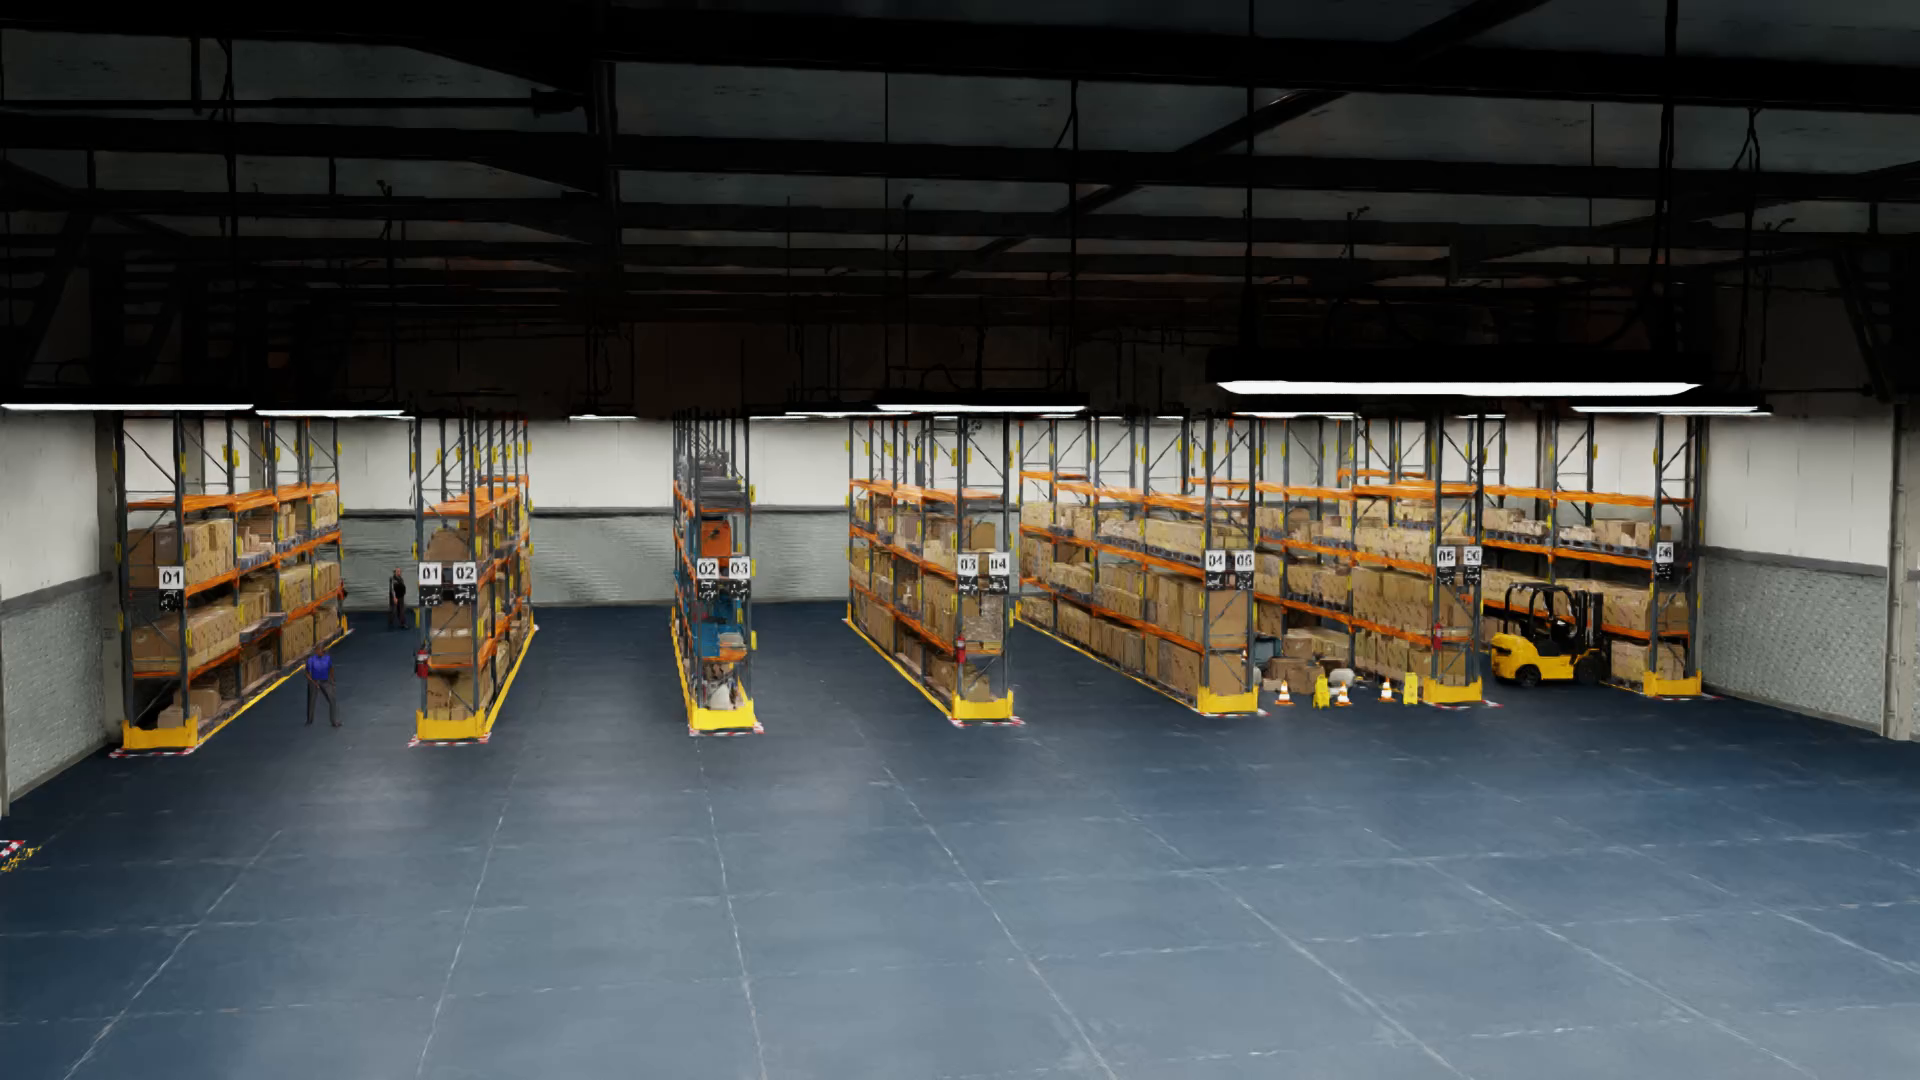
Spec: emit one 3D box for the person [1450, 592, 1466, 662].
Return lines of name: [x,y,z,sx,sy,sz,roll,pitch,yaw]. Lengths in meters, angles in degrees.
person: [11.793,2.066,39.635,0.549,1.657,0.598,1,4,17]

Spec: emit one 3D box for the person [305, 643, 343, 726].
person: [-11.989,2.703,31.213,0.619,1.586,0.798,-2,5,-31]

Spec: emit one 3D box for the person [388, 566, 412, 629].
person: [-15.545,1.592,45.942,0.477,1.727,0.622,1,4,15]

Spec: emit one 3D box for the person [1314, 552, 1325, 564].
person: [11.275,1.198,52.095,0.516,1.662,0.556,4,6,44]
